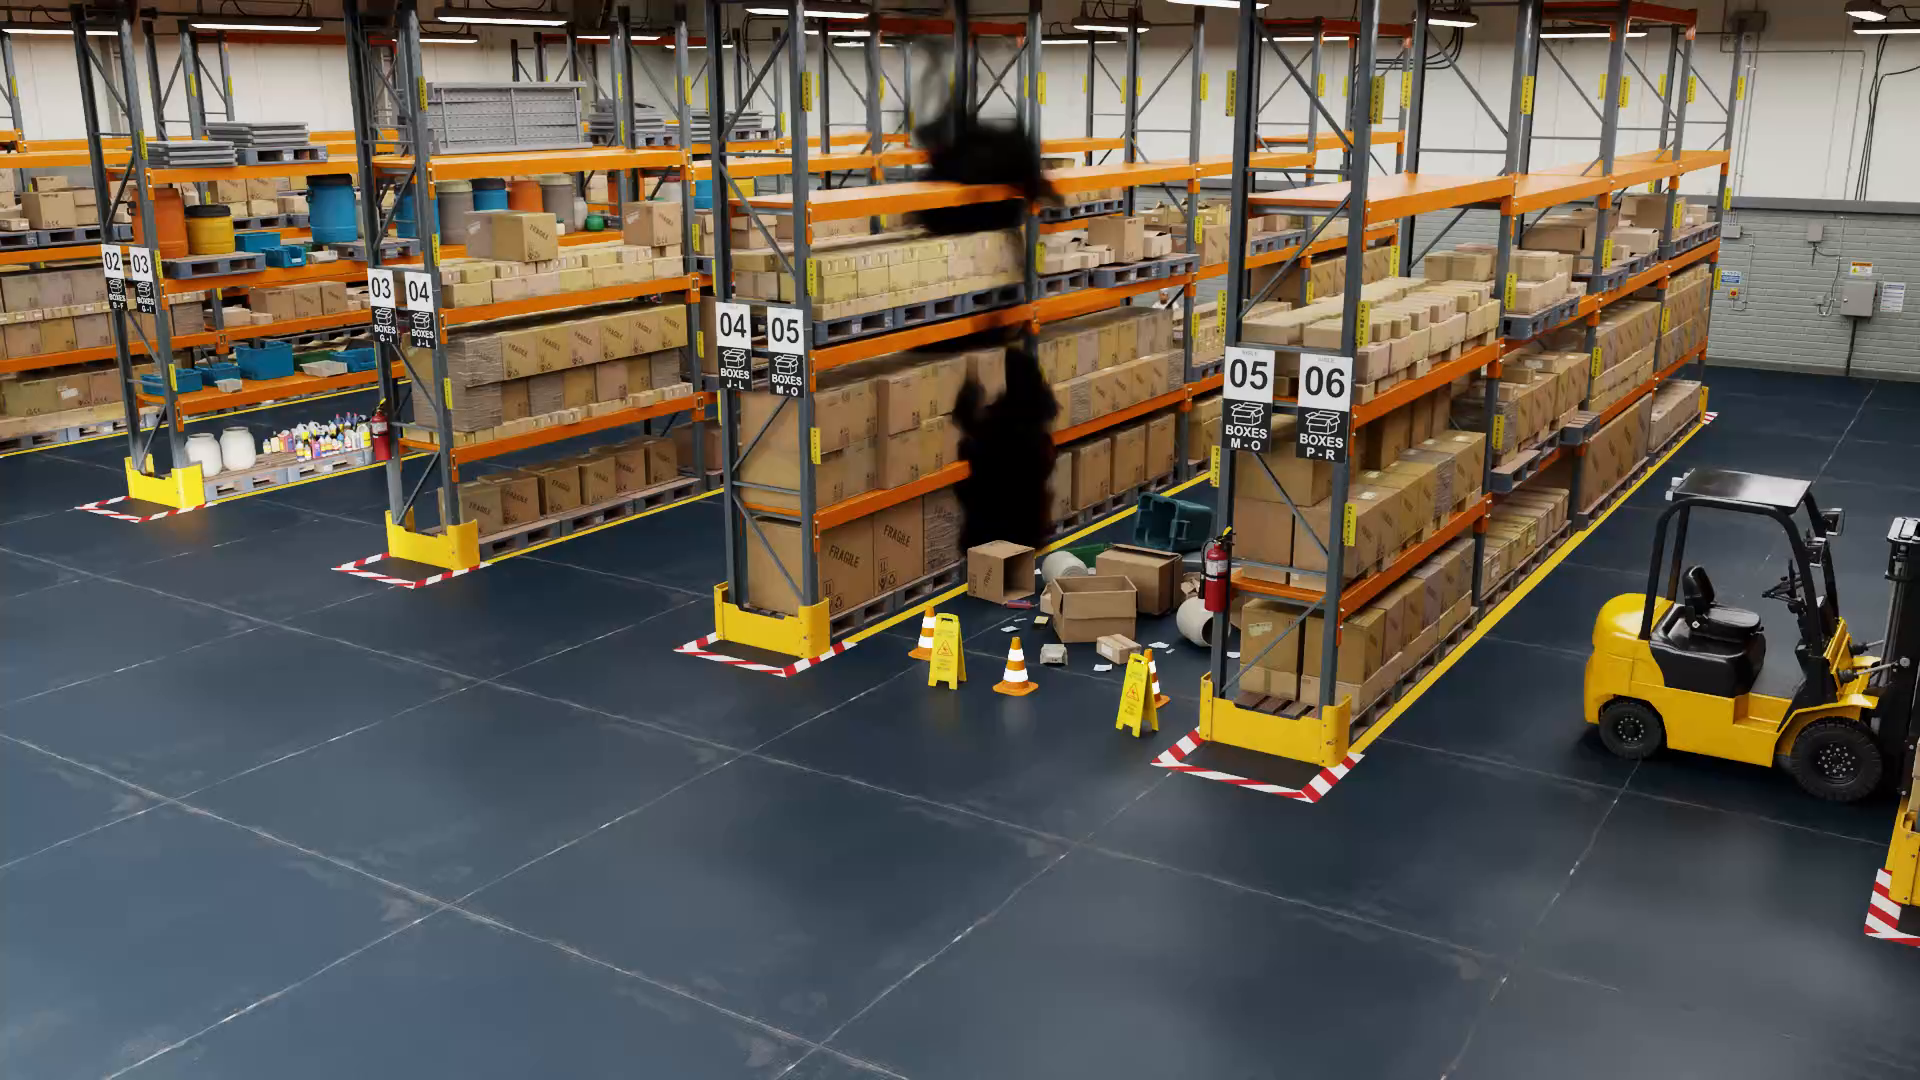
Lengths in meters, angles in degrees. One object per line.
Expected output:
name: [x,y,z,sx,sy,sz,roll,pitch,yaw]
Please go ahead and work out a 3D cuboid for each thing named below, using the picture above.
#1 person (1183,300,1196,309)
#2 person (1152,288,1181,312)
person: [3.651,-2.993,26.721,0.676,1.784,0.739,11,19,34]
person: [3.639,-3.649,29.361,0.641,1.607,0.607,5,16,19]
